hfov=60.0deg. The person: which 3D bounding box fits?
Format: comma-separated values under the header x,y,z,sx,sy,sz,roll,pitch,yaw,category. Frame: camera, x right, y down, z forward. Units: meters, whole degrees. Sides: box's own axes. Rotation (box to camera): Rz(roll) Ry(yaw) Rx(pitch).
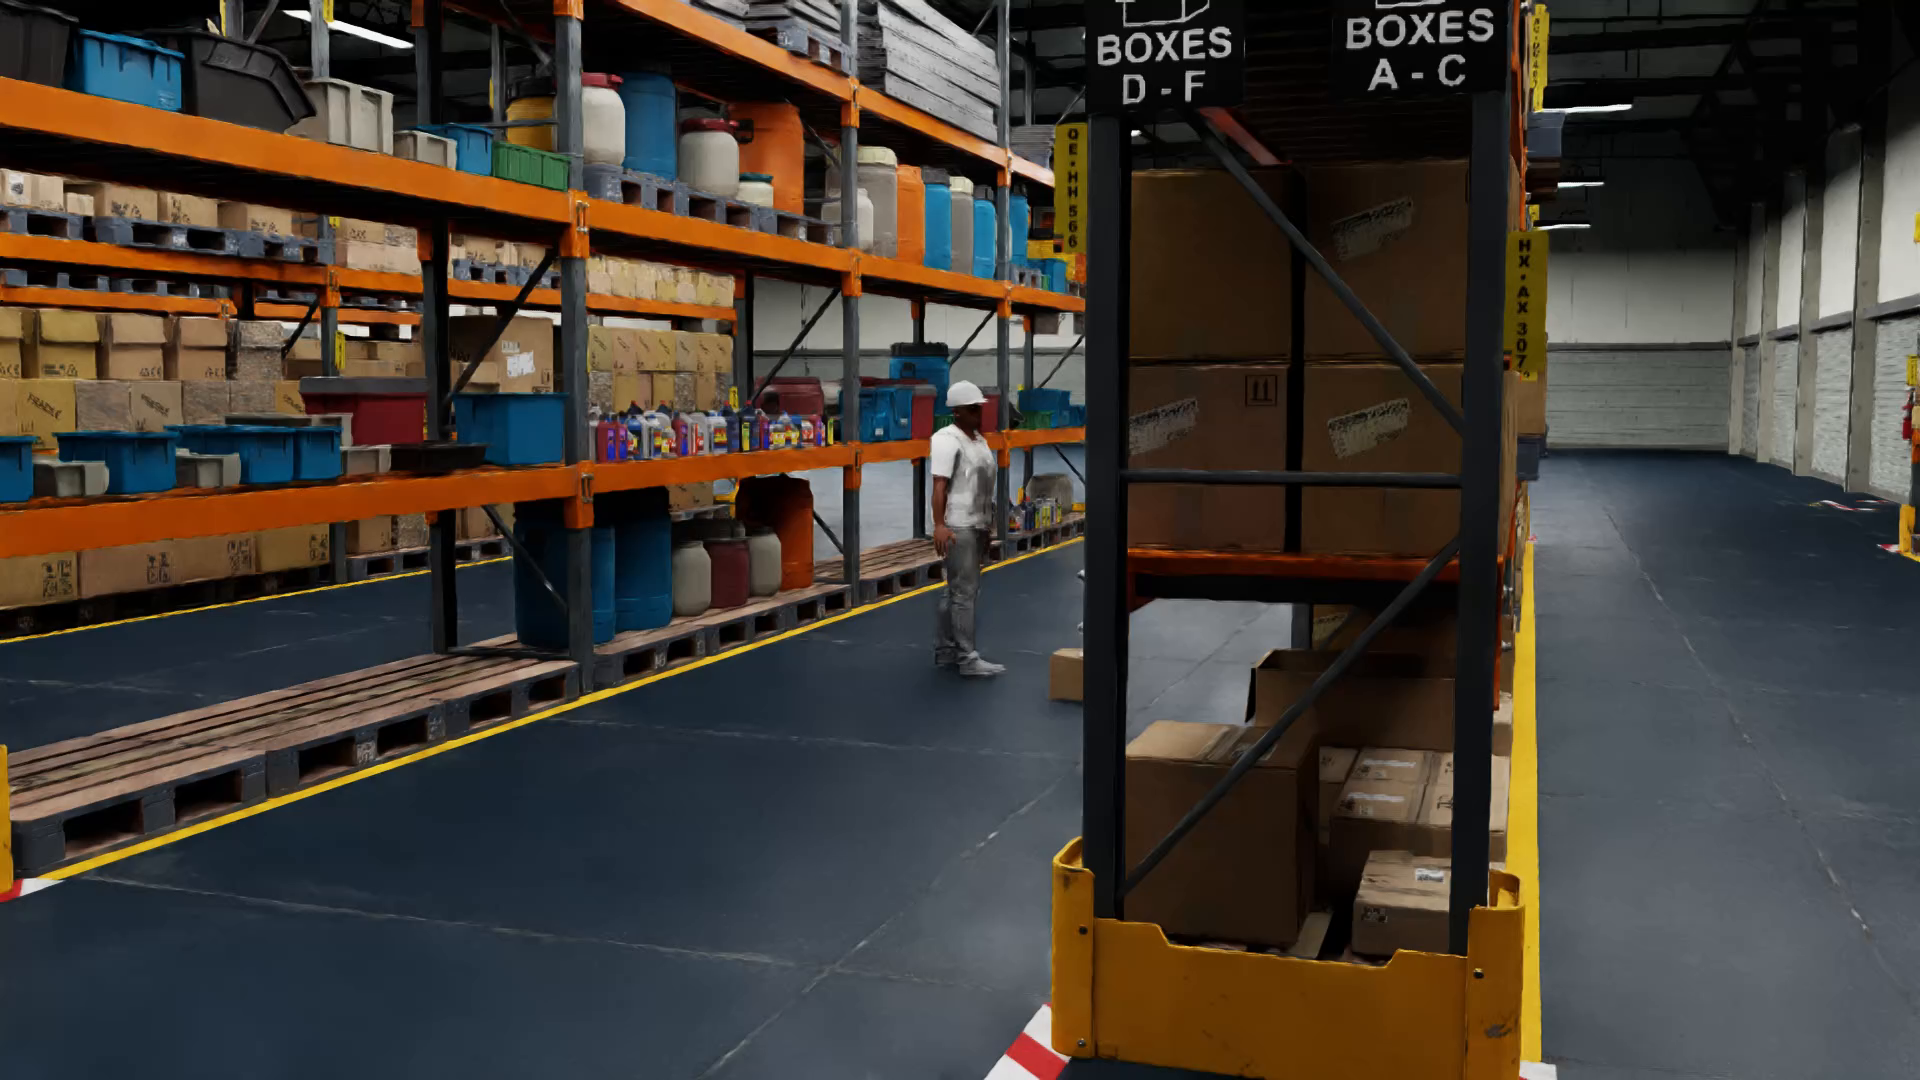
x,y,z,sx,sy,sz,roll,pitch,yaw,category
0.046,-0.072,10.035,0.582,1.768,0.738,2,6,23,person
